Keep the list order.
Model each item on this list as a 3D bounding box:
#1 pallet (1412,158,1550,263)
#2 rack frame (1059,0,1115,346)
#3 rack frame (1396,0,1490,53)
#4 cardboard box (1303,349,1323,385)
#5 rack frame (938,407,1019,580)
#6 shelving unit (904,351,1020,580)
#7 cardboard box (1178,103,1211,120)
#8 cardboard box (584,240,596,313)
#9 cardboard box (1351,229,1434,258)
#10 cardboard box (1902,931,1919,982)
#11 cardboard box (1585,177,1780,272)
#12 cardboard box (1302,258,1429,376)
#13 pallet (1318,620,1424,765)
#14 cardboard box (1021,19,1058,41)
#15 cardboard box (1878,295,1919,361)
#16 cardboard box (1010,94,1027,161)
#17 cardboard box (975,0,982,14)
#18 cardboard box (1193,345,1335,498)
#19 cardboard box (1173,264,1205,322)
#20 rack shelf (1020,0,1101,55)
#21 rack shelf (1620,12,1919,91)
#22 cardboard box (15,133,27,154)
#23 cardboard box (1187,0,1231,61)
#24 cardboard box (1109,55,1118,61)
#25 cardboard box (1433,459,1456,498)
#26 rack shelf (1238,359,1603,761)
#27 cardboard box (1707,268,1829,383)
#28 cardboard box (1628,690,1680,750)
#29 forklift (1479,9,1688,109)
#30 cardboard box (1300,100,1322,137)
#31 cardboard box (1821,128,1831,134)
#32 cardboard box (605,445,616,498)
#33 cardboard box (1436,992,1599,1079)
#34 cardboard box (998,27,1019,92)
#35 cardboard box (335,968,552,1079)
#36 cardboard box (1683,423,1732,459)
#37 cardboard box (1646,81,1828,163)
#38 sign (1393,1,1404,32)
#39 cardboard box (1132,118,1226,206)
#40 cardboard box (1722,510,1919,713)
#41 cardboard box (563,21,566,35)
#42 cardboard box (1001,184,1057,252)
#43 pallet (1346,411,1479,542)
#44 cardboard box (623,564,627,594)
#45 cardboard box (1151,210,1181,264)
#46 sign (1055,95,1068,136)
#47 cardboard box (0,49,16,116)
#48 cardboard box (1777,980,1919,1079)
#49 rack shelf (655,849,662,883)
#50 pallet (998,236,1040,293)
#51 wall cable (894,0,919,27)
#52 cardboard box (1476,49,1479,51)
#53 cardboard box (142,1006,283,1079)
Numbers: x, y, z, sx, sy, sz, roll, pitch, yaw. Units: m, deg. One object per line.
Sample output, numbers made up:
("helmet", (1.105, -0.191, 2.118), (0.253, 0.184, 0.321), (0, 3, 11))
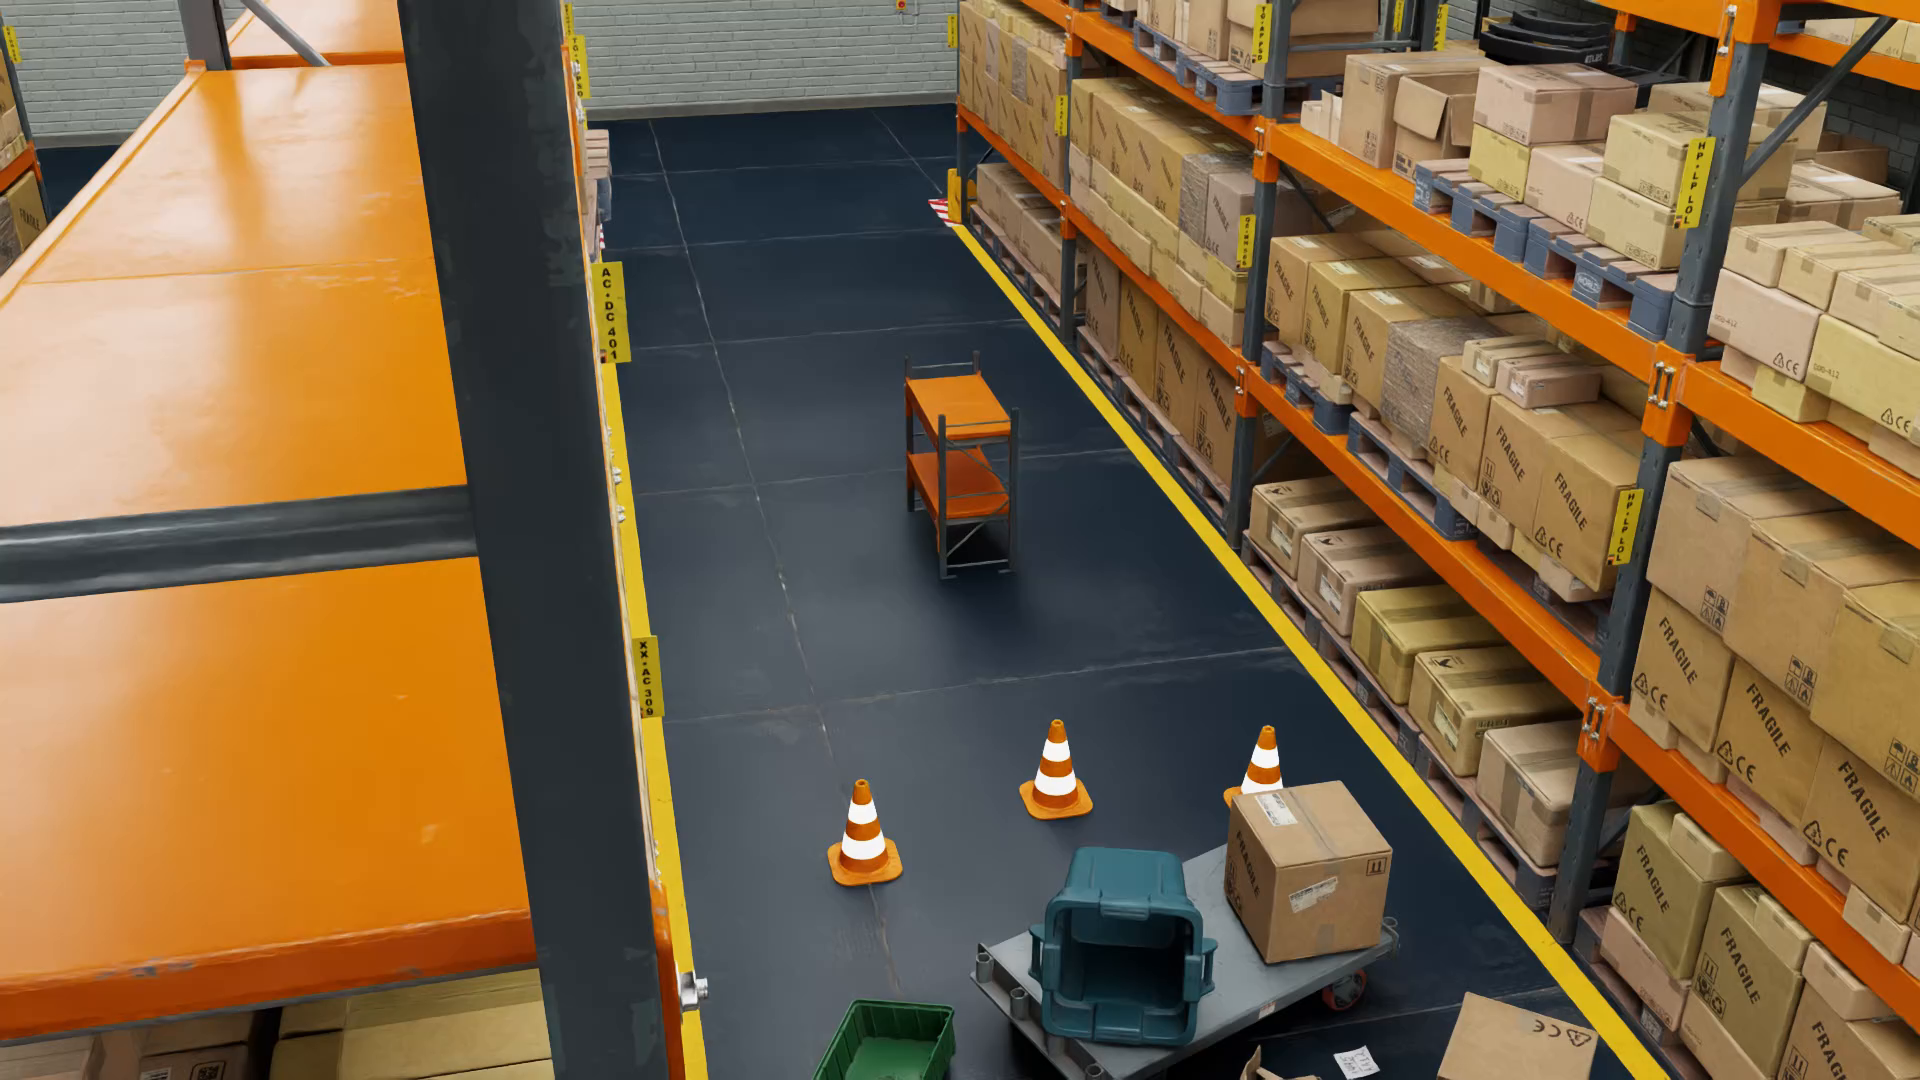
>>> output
("pallet", (2.899, -1.582, 7.781), (1.213, 0.211, 1.003), (-6, 27, -12))
("rack frame", (1.369, -3.102, 13.913), (1.000, 3.000, 0.127), (-6, 27, -12))
("rack frame", (5.302, -5.364, 18.394), (1.000, 3.000, 0.127), (-6, 27, -12))
("cardboard box", (2.210, -1.007, 9.576), (0.380, 0.149, 0.250), (-8, 28, -15))
("rack frame", (0.113, -0.282, 10.407), (0.500, 1.125, 0.032), (-6, 27, -12))
("shelving unit", (-0.002, -0.505, 10.849), (0.538, 1.125, 1.048), (-6, 27, -12))
("cardboard box", (1.933, -2.971, 12.434), (0.500, 0.500, 0.500), (-5, 27, -10))
("cardboard box", (-1.235, -0.730, 4.701), (0.380, 0.149, 0.250), (-6, 27, -12))
("cardboard box", (2.643, -1.540, 9.911), (0.500, 0.500, 0.500), (-7, 28, -13))
("cardboard box", (3.293, 1.363, 5.345), (0.380, 0.149, 0.250), (-6, 27, -12))
("cardboard box", (2.899, -1.291, 6.697), (0.500, 0.250, 0.500), (-6, 28, -13))
("cardboard box", (2.270, -1.262, 9.360), (0.500, 0.500, 0.500), (-5, 27, -9))
("pallet", (2.716, 0.777, 9.324), (1.003, 0.211, 1.213), (-6, 27, -12))
("cardboard box", (0.763, -4.553, 14.848), (0.380, 0.149, 0.250), (-7, 28, -13))
("cardboard box", (3.095, -0.655, 5.131), (0.380, 0.149, 0.250), (-6, 27, -12))
("cardboard box", (0.766, -3.769, 15.123), (0.500, 0.500, 0.500), (-6, 27, -12))
("cardboard box", (0.353, -5.221, 16.171), (0.380, 0.149, 0.250), (-5, 27, -10))
("cardboard box", (2.195, -0.897, 11.436), (0.875, 0.875, 0.875), (-6, 27, -12))
("cardboard box", (1.773, -1.697, 11.297), (0.500, 0.250, 0.500), (-5, 27, -11))
("rack shelf", (0.918, -4.998, 15.139), (1.077, 0.370, 4.000), (-6, 27, -12))
("rack shelf", (6.654, -3.748, 12.662), (1.077, 0.370, 4.000), (-6, 27, -12))
("cardboard box", (-8.787, -3.617, 15.212), (0.380, 0.149, 0.250), (-5, 27, -11))
("cardboard box", (1.862, -3.333, 10.464), (0.700, 0.500, 0.500), (-7, 28, -14))
("cardboard box", (1.477, -4.158, 14.066), (0.380, 0.149, 0.250), (-6, 27, -11))
("cardboard box", (2.571, -0.312, 8.199), (0.380, 0.149, 0.250), (-6, 27, -12))
("rack shelf", (2.721, -0.147, 8.857), (1.077, 0.370, 4.000), (-6, 27, -12))
("cardboard box", (3.004, -0.774, 5.808), (0.500, 0.250, 0.500), (-7, 28, -13))
("cardboard box", (2.930, 0.693, 6.673), (0.380, 0.149, 0.250), (-6, 27, -12))
("forklift", (4.760, -2.617, 13.029), (3.031, 2.935, 1.130), (-15, 31, -28))
("cardboard box", (2.175, -2.417, 9.507), (0.380, 0.149, 0.250), (-6, 27, -12))
("cardboard box", (6.388, -3.033, 13.199), (0.700, 0.500, 0.500), (-6, 27, -12))
("cardboard box", (-0.893, -0.063, 3.381), (0.380, 0.149, 0.250), (-6, 27, -11))
("cardboard box", (2.087, 2.133, 6.312), (0.500, 0.500, 0.500), (13, 30, 24))
("cardboard box", (0.658, -4.439, 15.342), (0.500, 0.500, 0.500), (-6, 27, -11))
("cardboard box", (-0.548, 0.609, 2.049), (0.380, 0.149, 0.250), (-6, 27, -11))
("cardboard box", (3.345, -0.190, 7.236), (0.500, 0.500, 0.500), (-5, 27, -10))
("cardboard box", (3.308, -1.788, 7.126), (0.500, 0.250, 0.500), (-7, 28, -13))
("sign", (4.774, -5.695, 18.090), (0.100, 0.325, 0.005), (-6, 27, -12))
("cardboard box", (1.563, -2.703, 11.903), (0.500, 0.500, 0.500), (-6, 27, -12))
("cardboard box", (3.153, 0.228, 5.765), (0.700, 0.500, 0.500), (-6, 27, -11))
("cardboard box", (-3.747, -4.309, 14.755), (0.500, 0.500, 0.500), (-5, 27, -9))
("cardboard box", (0.928, -3.221, 16.527), (0.875, 0.438, 0.875), (-5, 27, -10))
("pallet", (2.756, -0.395, 8.764), (1.003, 0.211, 1.213), (-6, 27, -12))
("cardboard box", (-1.599, 0.433, 6.799), (0.500, 0.500, 0.500), (-6, 27, -11))
("cardboard box", (1.659, -2.136, 11.612), (0.500, 0.250, 0.500), (-7, 28, -13))
("sign", (0.828, -3.467, 13.587), (0.100, 0.325, 0.005), (-6, 27, -12))
("cardboard box", (-8.822, -4.065, 14.826), (0.500, 0.500, 0.500), (-6, 27, -11))
("cardboard box", (3.289, 1.863, 5.829), (0.500, 0.500, 0.500), (-5, 27, -9))
("rack shelf", (-1.178, 2.156, 4.294), (1.077, 0.370, 4.000), (-6, 27, -12))
("pallet", (0.995, -2.736, 16.282), (1.003, 0.211, 1.213), (-6, 27, -12))
("wall cable", (-0.826, -7.799, 22.056), (0.585, 1.953, 0.123), (-6, 27, -12))
("cardboard box", (5.779, -5.028, 17.566), (0.500, 0.250, 0.500), (-6, 27, -11))
("cardboard box", (-1.221, 0.670, 2.371), (0.500, 0.250, 0.500), (-6, 27, -11))
